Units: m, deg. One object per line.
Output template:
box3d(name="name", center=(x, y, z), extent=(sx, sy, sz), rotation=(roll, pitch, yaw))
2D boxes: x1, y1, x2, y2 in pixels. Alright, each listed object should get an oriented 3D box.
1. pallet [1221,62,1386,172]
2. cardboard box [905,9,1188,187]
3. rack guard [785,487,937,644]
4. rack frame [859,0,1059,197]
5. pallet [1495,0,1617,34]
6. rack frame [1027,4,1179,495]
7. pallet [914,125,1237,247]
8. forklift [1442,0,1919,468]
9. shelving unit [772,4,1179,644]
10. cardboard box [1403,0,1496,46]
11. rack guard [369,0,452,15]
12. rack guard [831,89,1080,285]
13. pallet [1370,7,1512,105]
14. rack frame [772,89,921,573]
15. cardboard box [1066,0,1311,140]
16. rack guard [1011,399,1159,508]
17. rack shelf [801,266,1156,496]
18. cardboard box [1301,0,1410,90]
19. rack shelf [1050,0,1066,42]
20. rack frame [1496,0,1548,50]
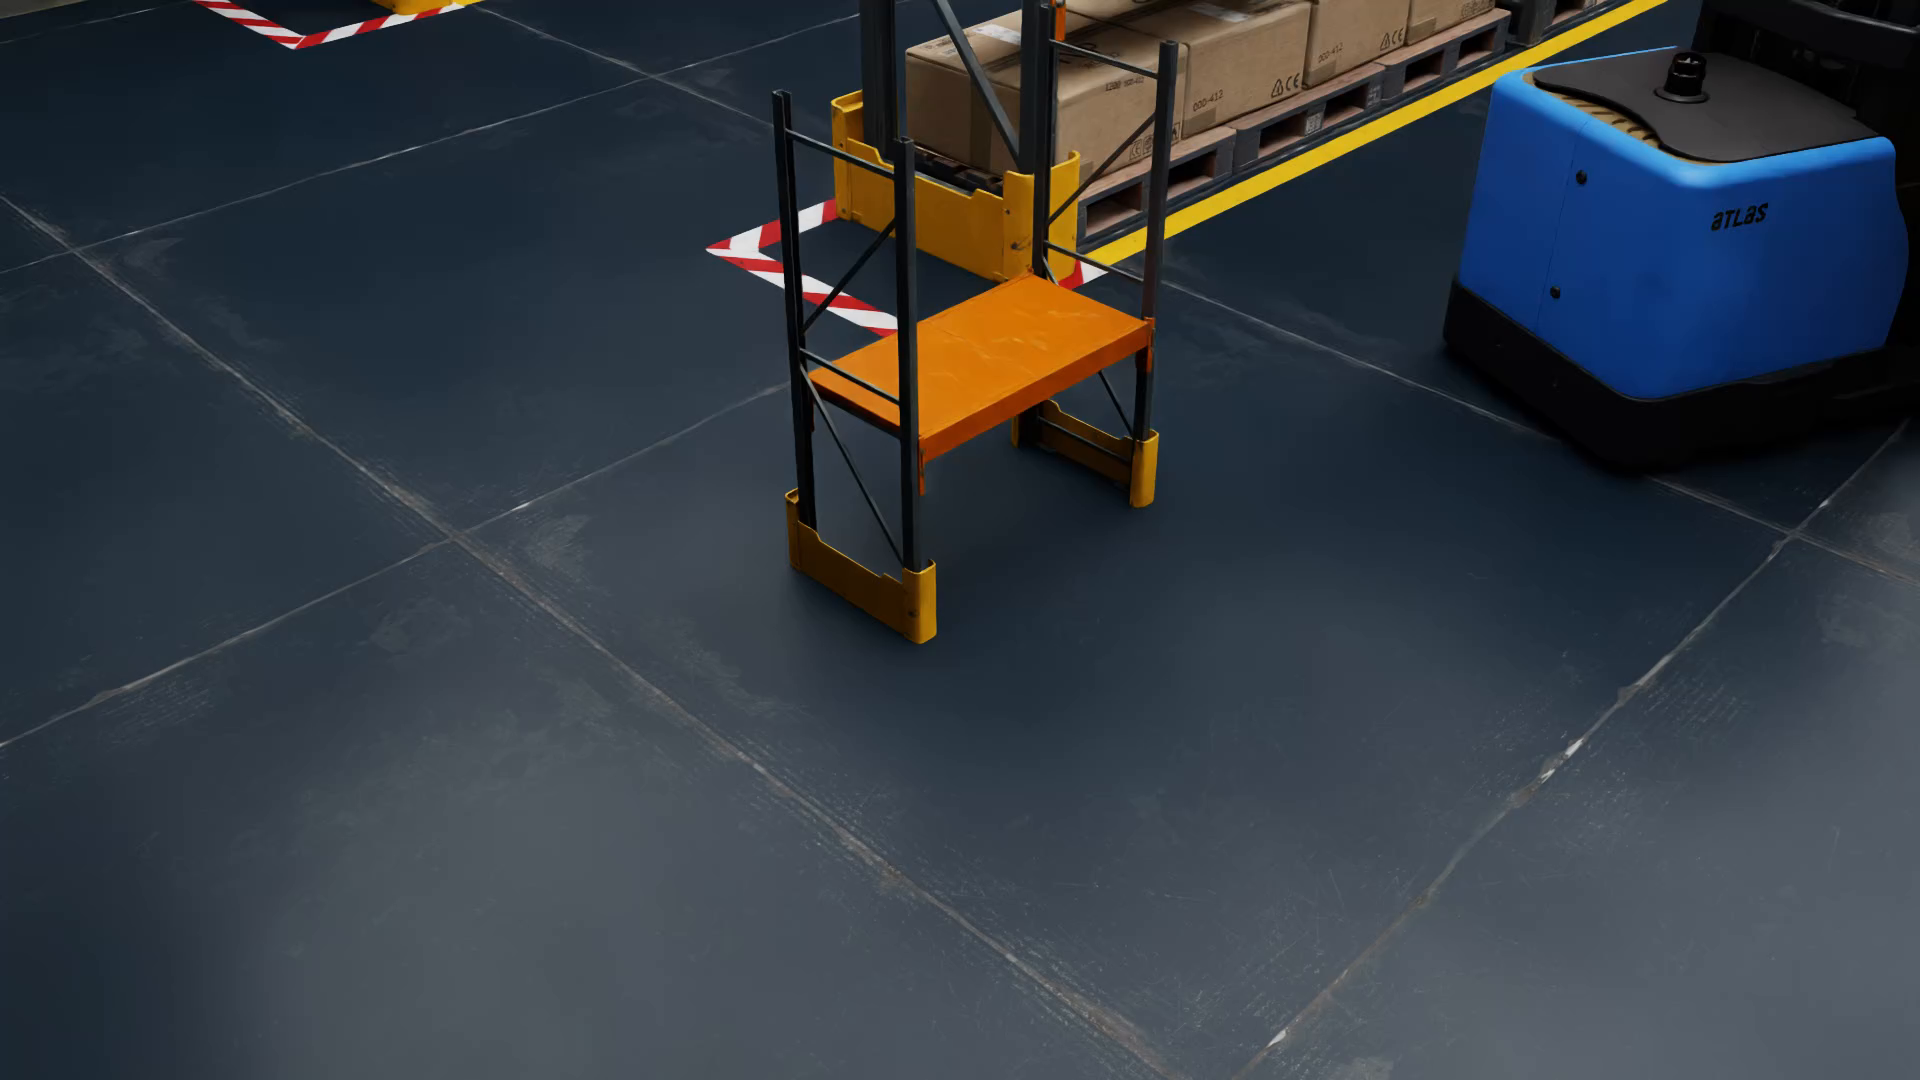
box3d(name="pallet", center=(1.348, -2.220, 8.249), extent=(1.003, 0.211, 1.213), rotation=(30, 45, 35))
box3d(name="cardboard box", center=(0.375, -1.944, 7.288), extent=(0.875, 0.438, 0.875), rotation=(28, 44, 34))
box3d(name="rack guard", center=(-0.297, 0.069, 4.933), extent=(0.587, 0.250, 0.087), rotation=(30, 45, 35))
box3d(name="rack frame", center=(-0.019, -2.515, 6.234), extent=(1.000, 3.000, 0.127), rotation=(30, 45, 35))
box3d(name="pallet", center=(3.289, -3.338, 9.852), extent=(1.003, 0.211, 1.213), rotation=(30, 45, 35))
box3d(name="rack frame", center=(0.418, -0.856, 5.167), extent=(0.500, 1.500, 0.032), rotation=(30, 45, 35))
box3d(name="pallet", center=(0.488, -1.727, 7.542), extent=(1.003, 0.211, 1.213), rotation=(30, 45, 35))
box3d(name="forklift", center=(3.371, -1.973, 5.518), extent=(3.031, 2.935, 1.130), rotation=(-13, 37, -18))
box3d(name="shelving unit", center=(0.054, -0.646, 4.865), extent=(0.587, 1.500, 1.083), rotation=(30, 45, 35))
box3d(name="cardboard box", center=(2.280, -3.048, 8.871), extent=(0.875, 0.438, 0.875), rotation=(29, 44, 35))
box3d(name="rack guard", center=(-3.491, -3.519, 9.859), extent=(1.175, 0.500, 0.348), rotation=(30, 45, 35))
box3d(name="rack guard", center=(-0.036, -1.480, 6.935), extent=(1.175, 0.500, 0.348), rotation=(30, 45, 35))
box3d(name="pallet", center=(2.208, -2.718, 8.962), extent=(1.003, 0.211, 1.213), rotation=(30, 45, 35))
box3d(name="rack frame", center=(-0.298, -0.443, 4.575), extent=(0.500, 1.500, 0.032), rotation=(30, 45, 35))
box3d(name="cardboard box", center=(1.013, -2.319, 7.826), extent=(0.875, 0.438, 0.875), rotation=(-29, 44, -34))
box3d(name="rack guard", center=(0.405, -0.336, 5.513), extent=(0.587, 0.250, 0.087), rotation=(30, 45, 35))
box3d(name="rack shelf", center=(0.060, -0.502, 4.974), extent=(0.538, 0.185, 1.000), rotation=(30, 45, 35))
box3d(name="cardboard box", center=(1.650, -2.685, 8.350), extent=(0.875, 0.438, 0.875), rotation=(28, 44, 34))
box3d(name="rack shelf", center=(1.390, -3.032, 7.604), extent=(1.077, 0.370, 4.000), rotation=(30, 45, 35))
box3d(name="rack frame", center=(2.799, -4.139, 8.562), extent=(1.000, 3.000, 0.127), rotation=(30, 45, 35))
